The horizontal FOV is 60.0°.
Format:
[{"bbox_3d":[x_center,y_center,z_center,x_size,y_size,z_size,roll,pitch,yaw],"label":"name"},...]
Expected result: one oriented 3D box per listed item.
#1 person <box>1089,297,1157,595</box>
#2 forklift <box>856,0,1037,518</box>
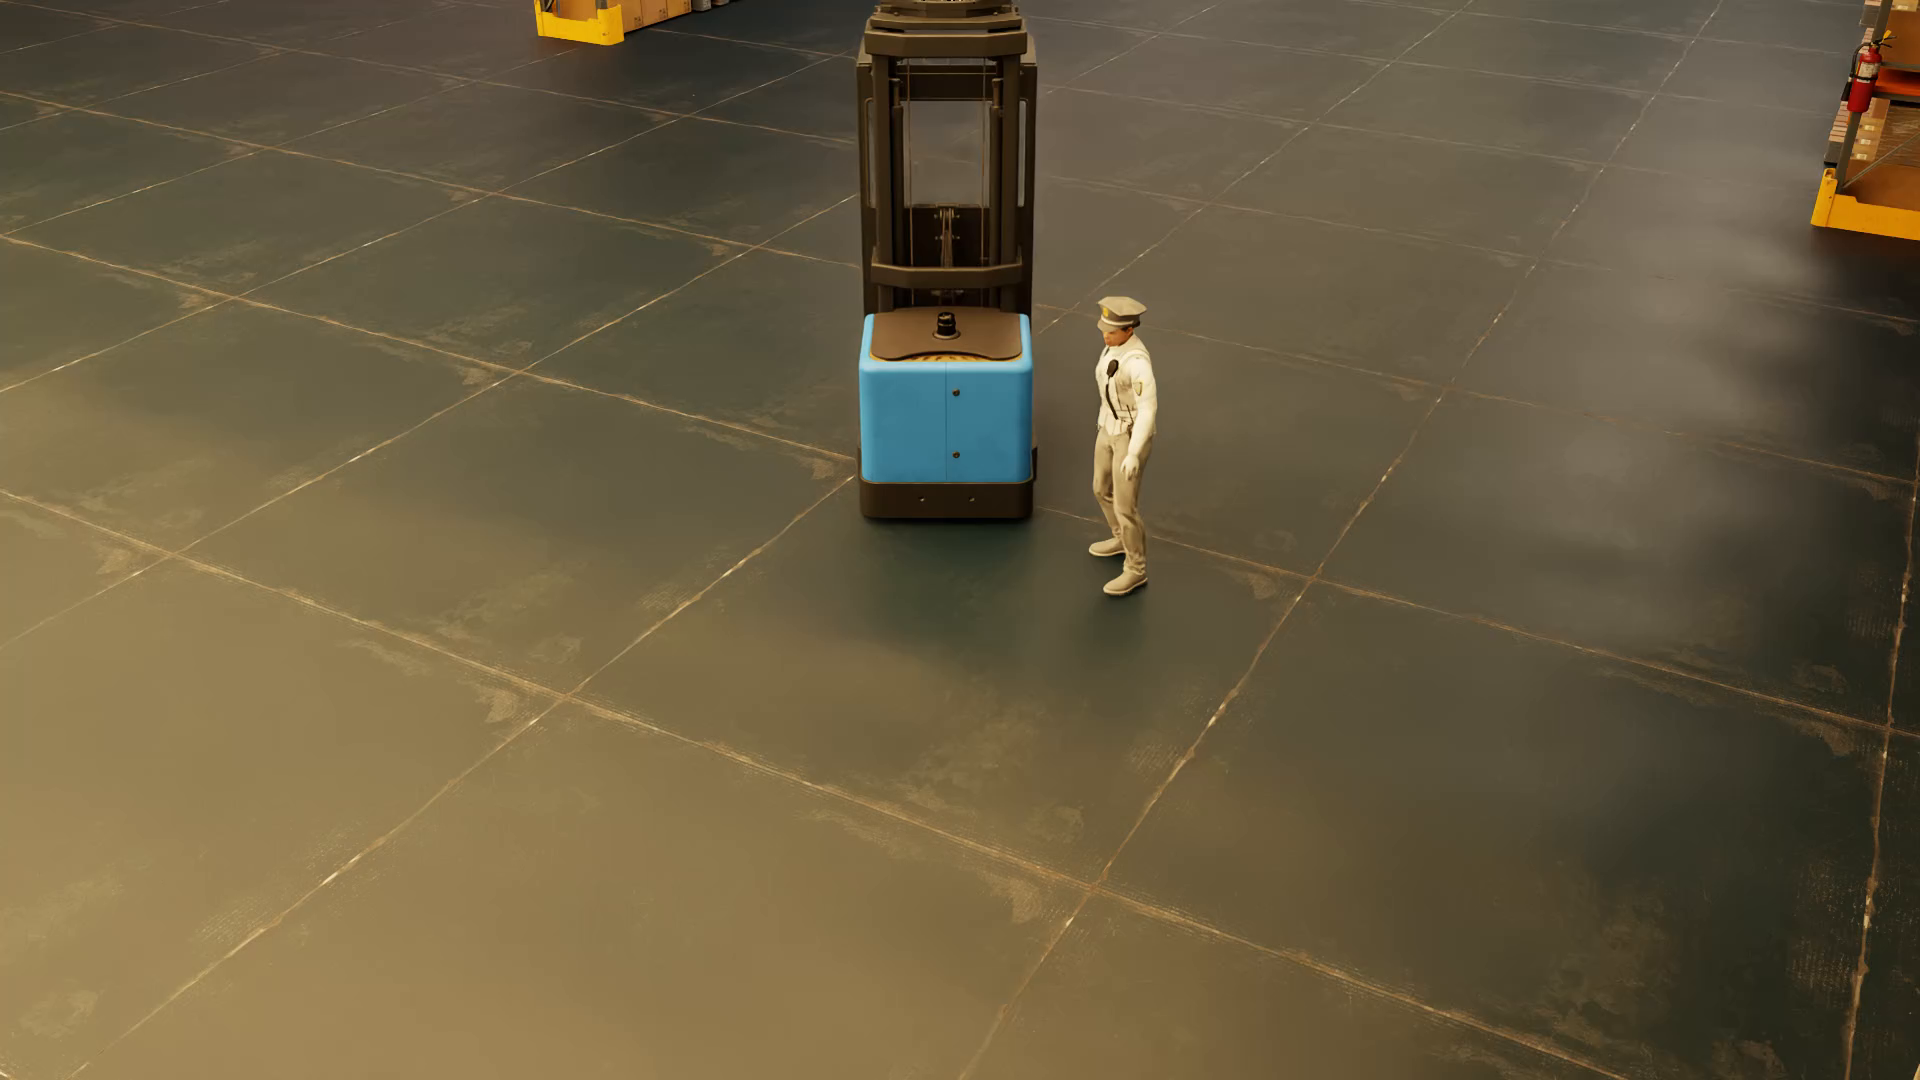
[{"bbox_3d":[0.908,-0.577,9.366,0.376,1.642,0.713,-9,31,-16],"label":"person"},{"bbox_3d":[-0.079,-2.097,10.704,1.130,2.935,3.031,0,30,0],"label":"forklift"}]
